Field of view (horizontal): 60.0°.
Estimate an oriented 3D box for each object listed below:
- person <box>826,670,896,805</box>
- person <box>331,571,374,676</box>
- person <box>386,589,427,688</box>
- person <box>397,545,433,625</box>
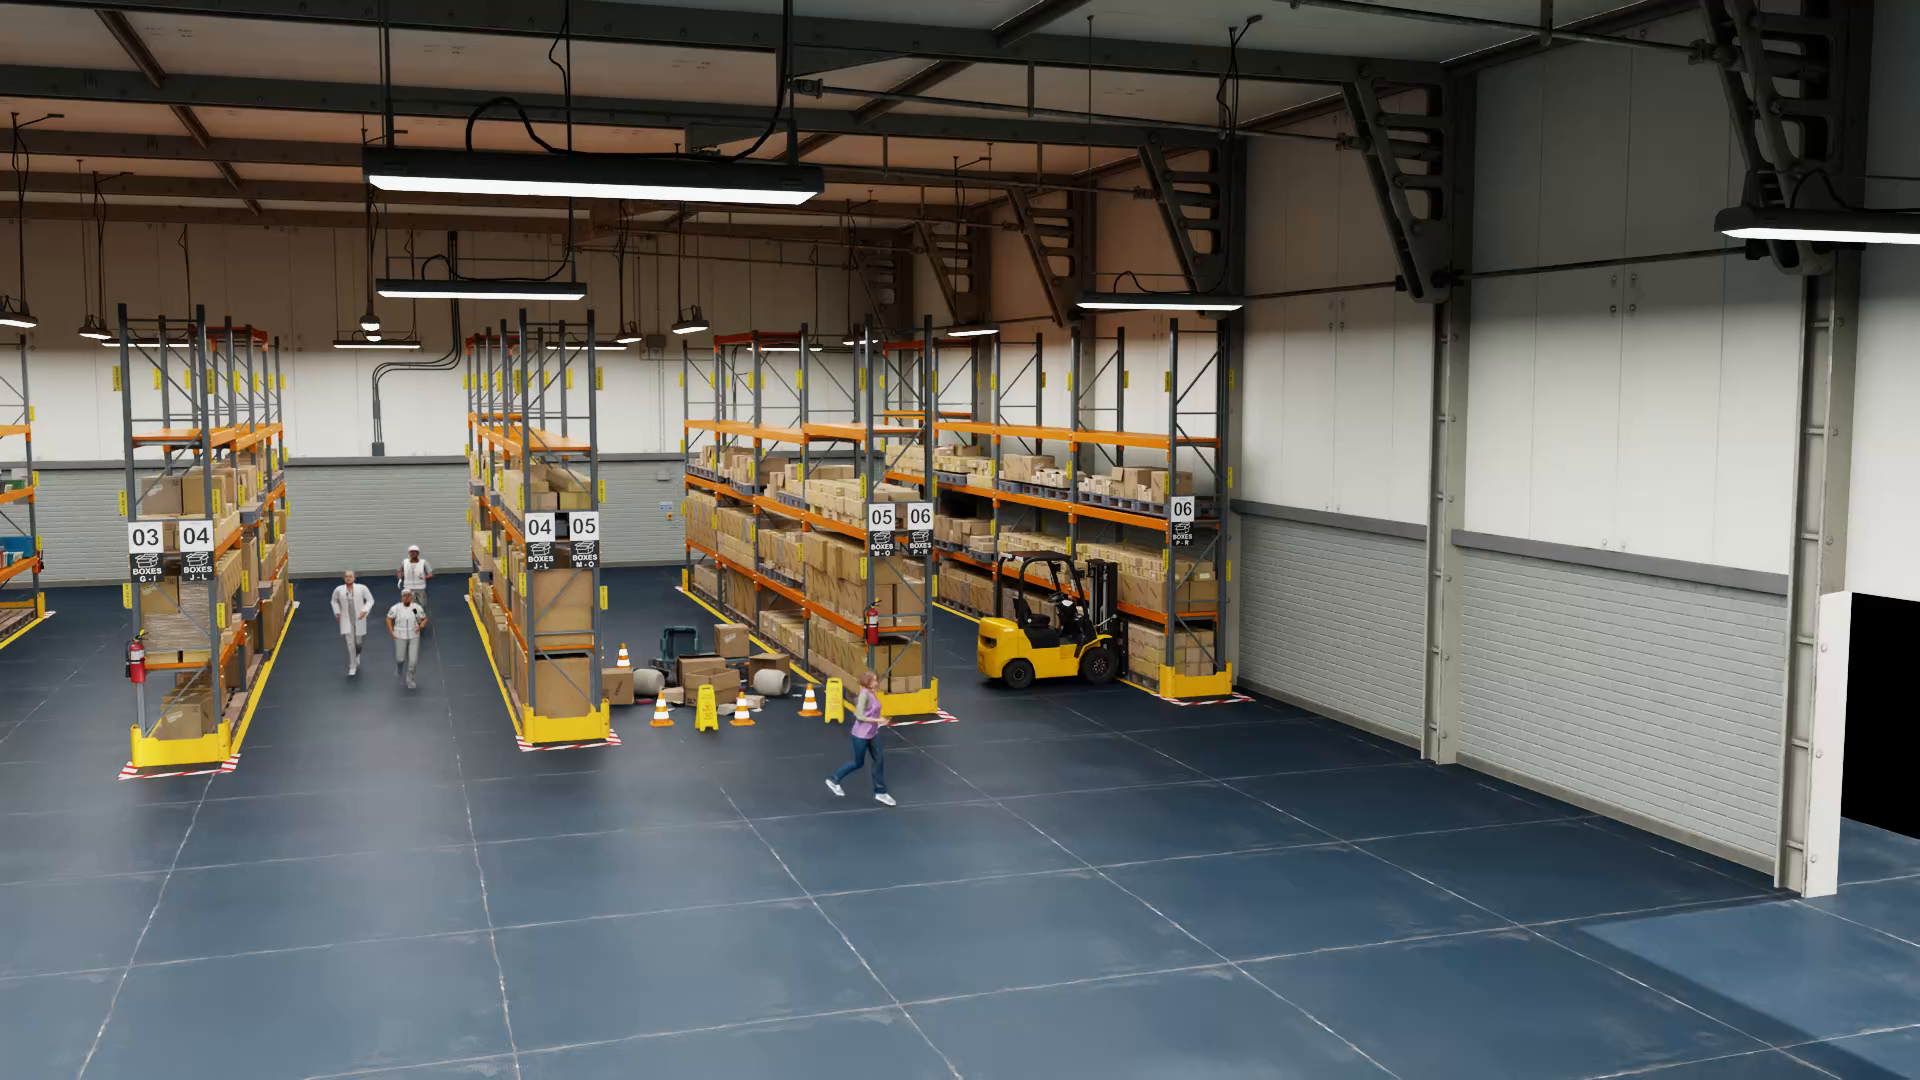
[{"bbox_3d":[-1.176,2.335,19.766,0.855,1.605,0.516,2,6,18],"label":"person"},{"bbox_3d":[-10.465,1.401,28.672,0.705,1.776,0.863,-2,6,-16],"label":"person"},{"bbox_3d":[-9.070,1.612,27.301,0.634,1.635,0.559,-2,6,-20],"label":"person"},{"bbox_3d":[-10.834,0.984,33.051,0.696,1.763,0.941,-1,6,-15],"label":"person"}]
